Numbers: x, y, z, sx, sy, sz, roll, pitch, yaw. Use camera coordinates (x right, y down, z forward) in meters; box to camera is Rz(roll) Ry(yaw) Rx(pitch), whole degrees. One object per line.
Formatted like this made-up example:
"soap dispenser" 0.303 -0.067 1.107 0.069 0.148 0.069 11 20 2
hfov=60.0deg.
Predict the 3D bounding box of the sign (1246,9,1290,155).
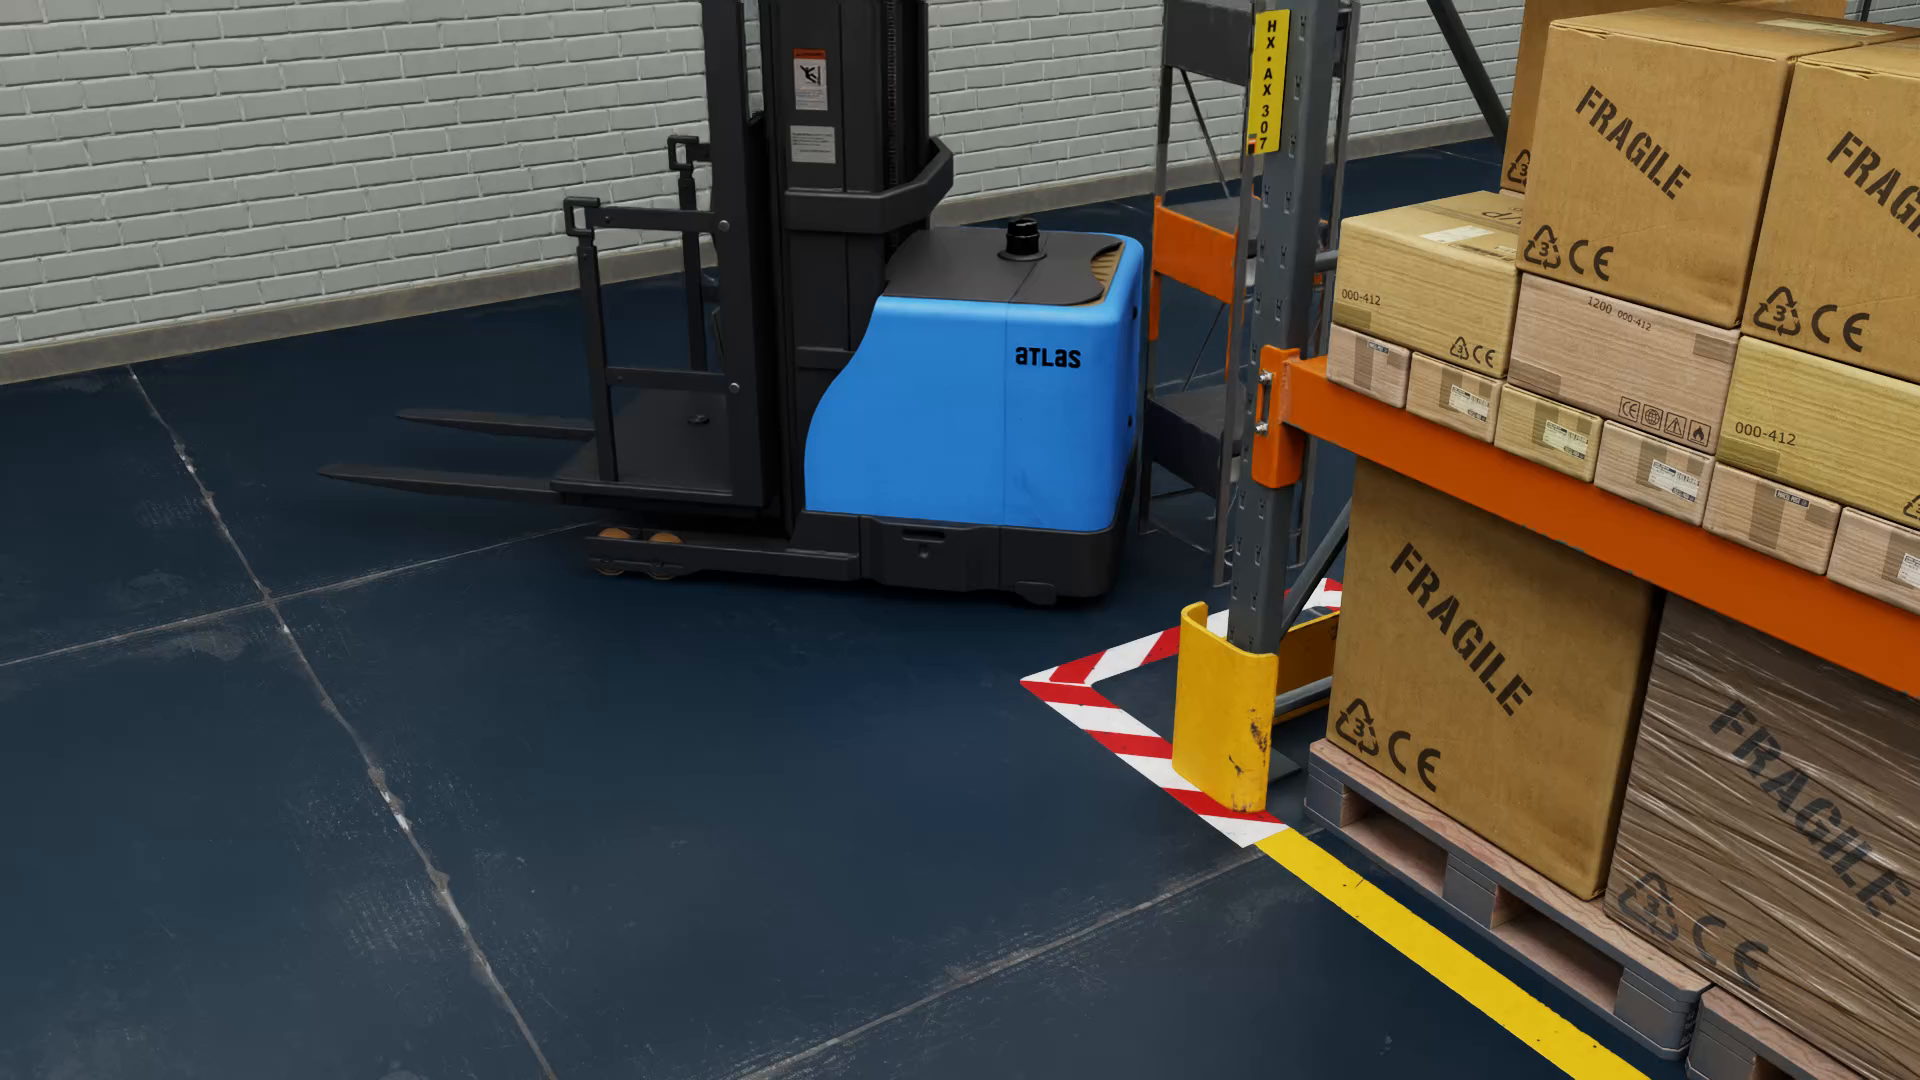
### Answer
"sign" 0.721 -1.072 3.899 0.100 0.325 0.005 -16 29 -30

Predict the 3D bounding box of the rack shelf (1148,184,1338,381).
"rack shelf" 0.962 -0.895 5.718 0.431 0.518 0.480 -12 28 -24

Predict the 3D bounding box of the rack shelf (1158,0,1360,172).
"rack shelf" 0.962 -1.528 5.420 0.431 0.518 0.480 -12 28 -24

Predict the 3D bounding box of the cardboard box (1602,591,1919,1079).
"cardboard box" 2.103 0.535 3.600 0.875 0.875 0.875 -16 29 -30

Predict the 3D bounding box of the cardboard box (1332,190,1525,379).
"cardboard box" 1.226 -0.604 3.842 0.500 0.250 0.500 -16 30 -31

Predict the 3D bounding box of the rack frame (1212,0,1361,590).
"rack frame" 1.073 -0.815 5.516 0.400 2.100 0.015 -12 28 -24

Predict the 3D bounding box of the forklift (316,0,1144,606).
"forklift" -0.881 -1.397 5.777 3.031 2.935 1.130 5 26 10

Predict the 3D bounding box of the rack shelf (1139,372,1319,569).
"rack shelf" 0.962 -0.262 6.017 0.431 0.518 0.480 -12 28 -24

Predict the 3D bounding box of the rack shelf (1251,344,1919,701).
"rack shelf" 2.282 0.269 3.009 1.077 0.370 4.000 -16 29 -30

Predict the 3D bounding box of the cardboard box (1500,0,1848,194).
"cardboard box" 1.676 -1.064 3.940 0.500 0.500 0.500 -15 29 -29

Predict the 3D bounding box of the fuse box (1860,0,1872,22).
"fuse box" 8.235 -4.947 14.725 0.539 1.711 0.414 -16 29 -30

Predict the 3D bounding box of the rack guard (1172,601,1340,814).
"rack guard" 1.177 0.350 4.922 1.175 0.500 0.348 -16 29 -30

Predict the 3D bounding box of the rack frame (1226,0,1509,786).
"rack frame" 1.190 -0.772 4.371 1.000 3.000 0.127 -16 29 -30

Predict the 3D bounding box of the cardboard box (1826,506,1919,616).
"cardboard box" 1.811 0.005 3.019 0.380 0.149 0.250 -16 30 -30

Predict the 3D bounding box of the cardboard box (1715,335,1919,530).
"cardboard box" 1.786 -0.239 3.069 0.500 0.250 0.500 -17 30 -31

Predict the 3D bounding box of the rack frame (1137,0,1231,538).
"rack frame" 0.851 -1.000 5.909 0.400 2.100 0.015 -12 28 -24

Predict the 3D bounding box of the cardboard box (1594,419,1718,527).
"cardboard box" 1.532 -0.178 3.408 0.380 0.149 0.250 -16 30 -30

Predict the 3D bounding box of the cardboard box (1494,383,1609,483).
"cardboard box" 1.388 -0.271 3.605 0.380 0.149 0.250 -16 30 -31

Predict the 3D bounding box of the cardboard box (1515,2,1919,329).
"cardboard box" 1.498 -0.764 3.303 0.500 0.500 0.500 -16 30 -31

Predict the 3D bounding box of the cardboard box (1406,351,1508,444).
"cardboard box" 1.248 -0.363 3.799 0.380 0.149 0.250 -16 30 -30

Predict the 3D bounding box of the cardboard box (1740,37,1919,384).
"cardboard box" 1.786 -0.580 2.914 0.500 0.500 0.500 -16 30 -31

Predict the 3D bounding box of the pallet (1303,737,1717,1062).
"pallet" 1.692 0.757 4.399 1.003 0.211 1.213 -16 29 -30

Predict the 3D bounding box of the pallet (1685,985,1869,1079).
"pallet" 2.354 1.193 3.475 1.003 0.211 1.213 -16 29 -30

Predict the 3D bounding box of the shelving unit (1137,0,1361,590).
"shelving unit" 0.962 -0.907 5.713 0.431 2.100 0.503 -12 28 -24

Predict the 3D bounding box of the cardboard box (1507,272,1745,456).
"cardboard box" 1.515 -0.419 3.452 0.500 0.250 0.500 -16 30 -30

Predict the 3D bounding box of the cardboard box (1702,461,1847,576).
"cardboard box" 1.670 -0.087 3.215 0.380 0.149 0.250 -16 30 -31

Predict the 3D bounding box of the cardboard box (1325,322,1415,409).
"cardboard box" 1.107 -0.454 3.992 0.380 0.149 0.250 -15 29 -29

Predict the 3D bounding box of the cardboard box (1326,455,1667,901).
"cardboard box" 1.606 0.210 4.289 0.875 0.875 0.875 -16 29 -30

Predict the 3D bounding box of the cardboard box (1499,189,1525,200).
"cardboard box" 1.677 -0.727 4.103 0.500 0.250 0.500 -16 30 -30
